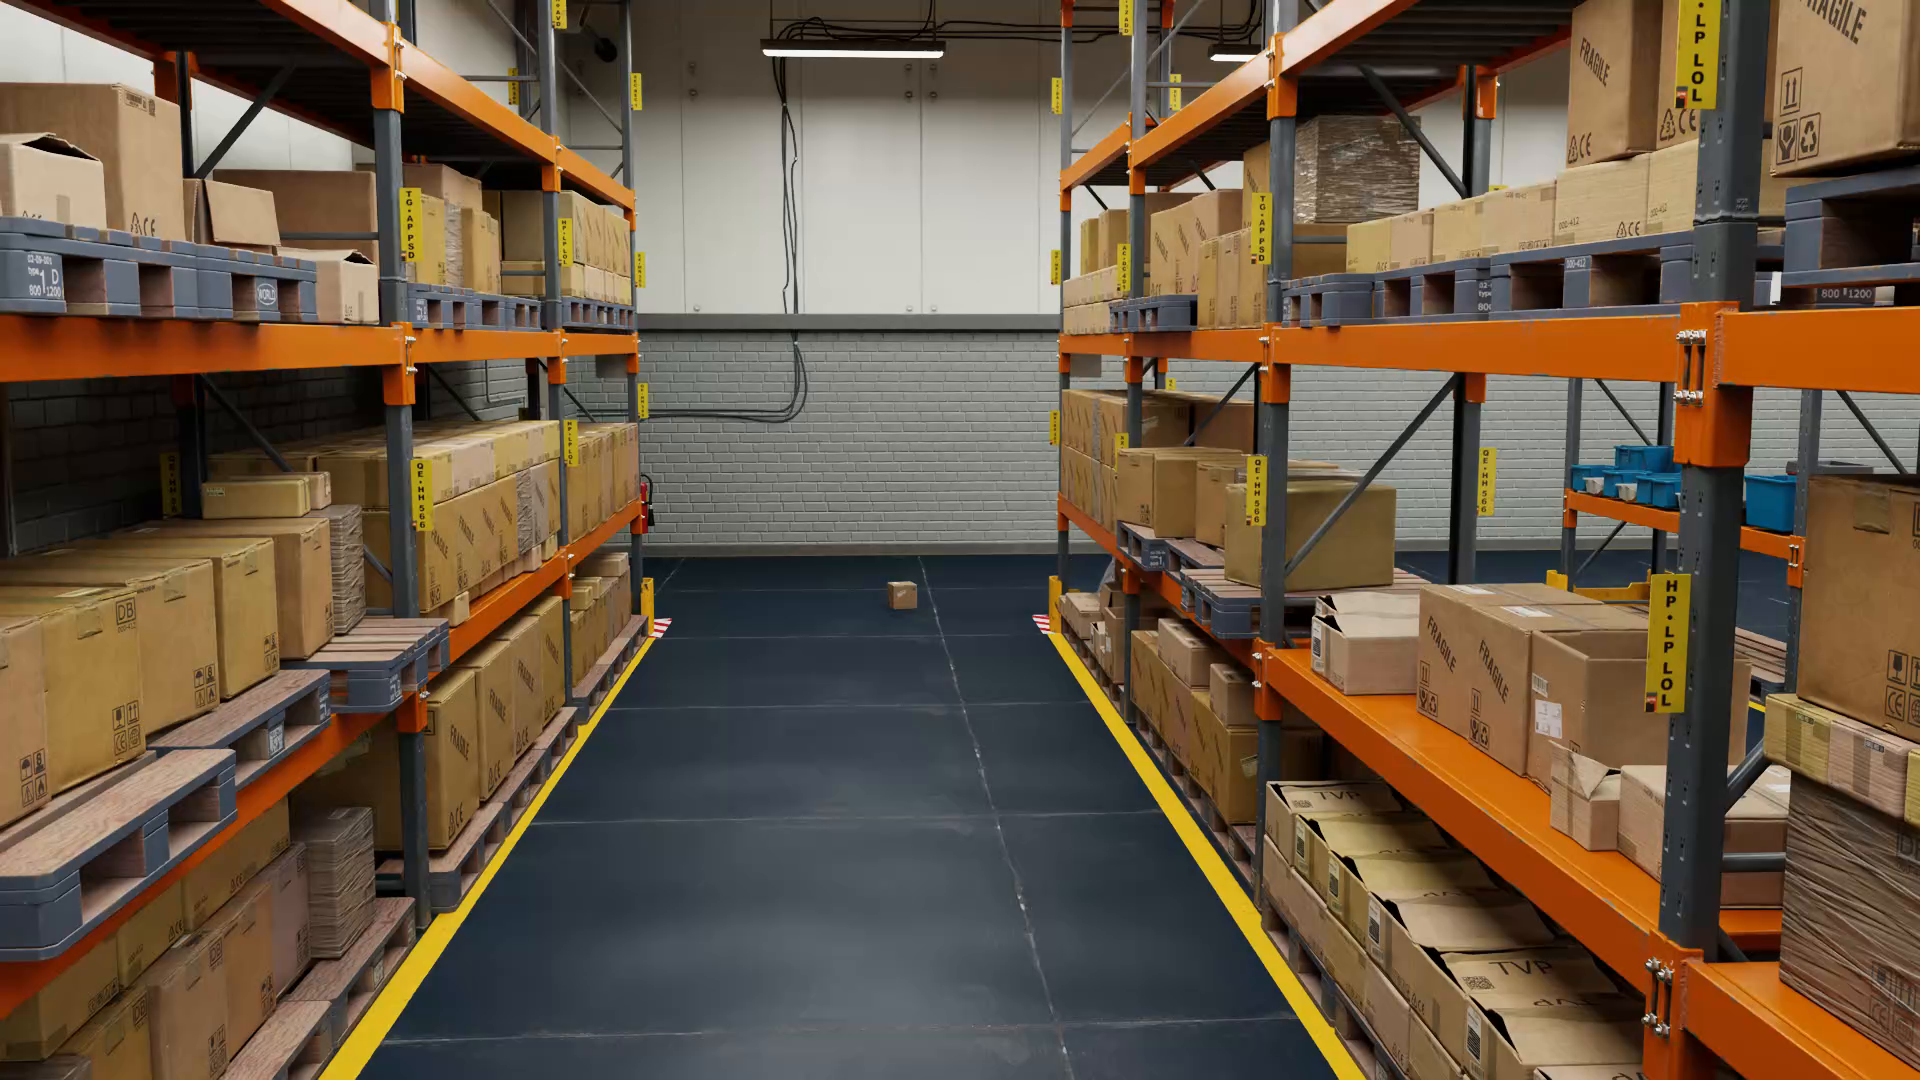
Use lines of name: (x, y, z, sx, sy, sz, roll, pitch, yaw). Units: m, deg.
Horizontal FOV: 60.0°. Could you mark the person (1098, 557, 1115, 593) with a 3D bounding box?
person: (1.873, -0.184, 17.034, 0.941, 1.735, 0.604, 0, 7, -1)
